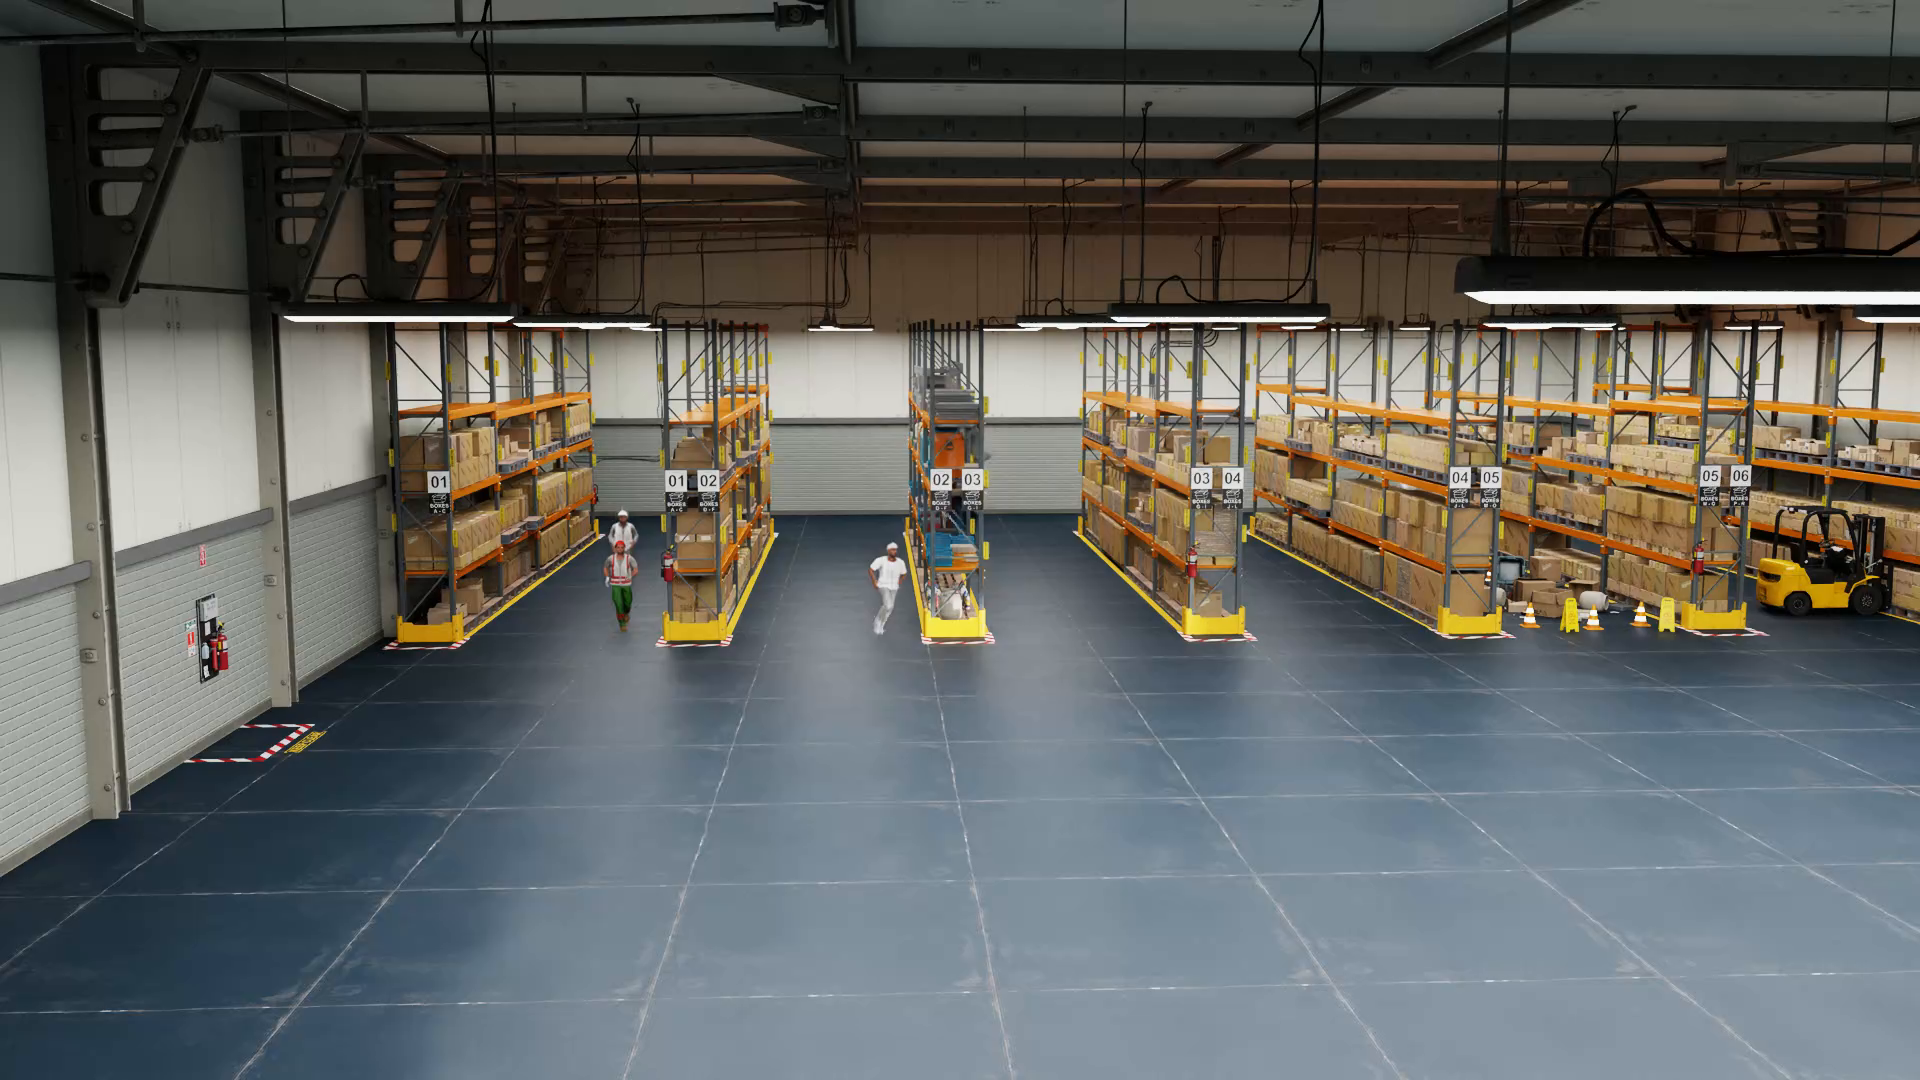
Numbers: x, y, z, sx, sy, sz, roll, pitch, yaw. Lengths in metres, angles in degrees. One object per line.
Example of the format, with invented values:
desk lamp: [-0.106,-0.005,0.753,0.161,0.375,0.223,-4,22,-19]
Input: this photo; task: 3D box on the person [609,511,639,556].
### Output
person: [-7.640,0.196,37.840,0.676,1.743,0.576,-1,7,-11]

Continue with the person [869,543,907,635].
person: [-1.323,0.924,31.634,0.691,1.729,0.605,-4,8,-28]

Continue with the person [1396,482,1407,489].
person: [13.113,-1.214,49.516,0.551,1.646,0.641,0,7,-1]

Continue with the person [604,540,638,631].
person: [-6.571,0.872,32.262,0.657,1.755,0.760,-1,7,-11]
